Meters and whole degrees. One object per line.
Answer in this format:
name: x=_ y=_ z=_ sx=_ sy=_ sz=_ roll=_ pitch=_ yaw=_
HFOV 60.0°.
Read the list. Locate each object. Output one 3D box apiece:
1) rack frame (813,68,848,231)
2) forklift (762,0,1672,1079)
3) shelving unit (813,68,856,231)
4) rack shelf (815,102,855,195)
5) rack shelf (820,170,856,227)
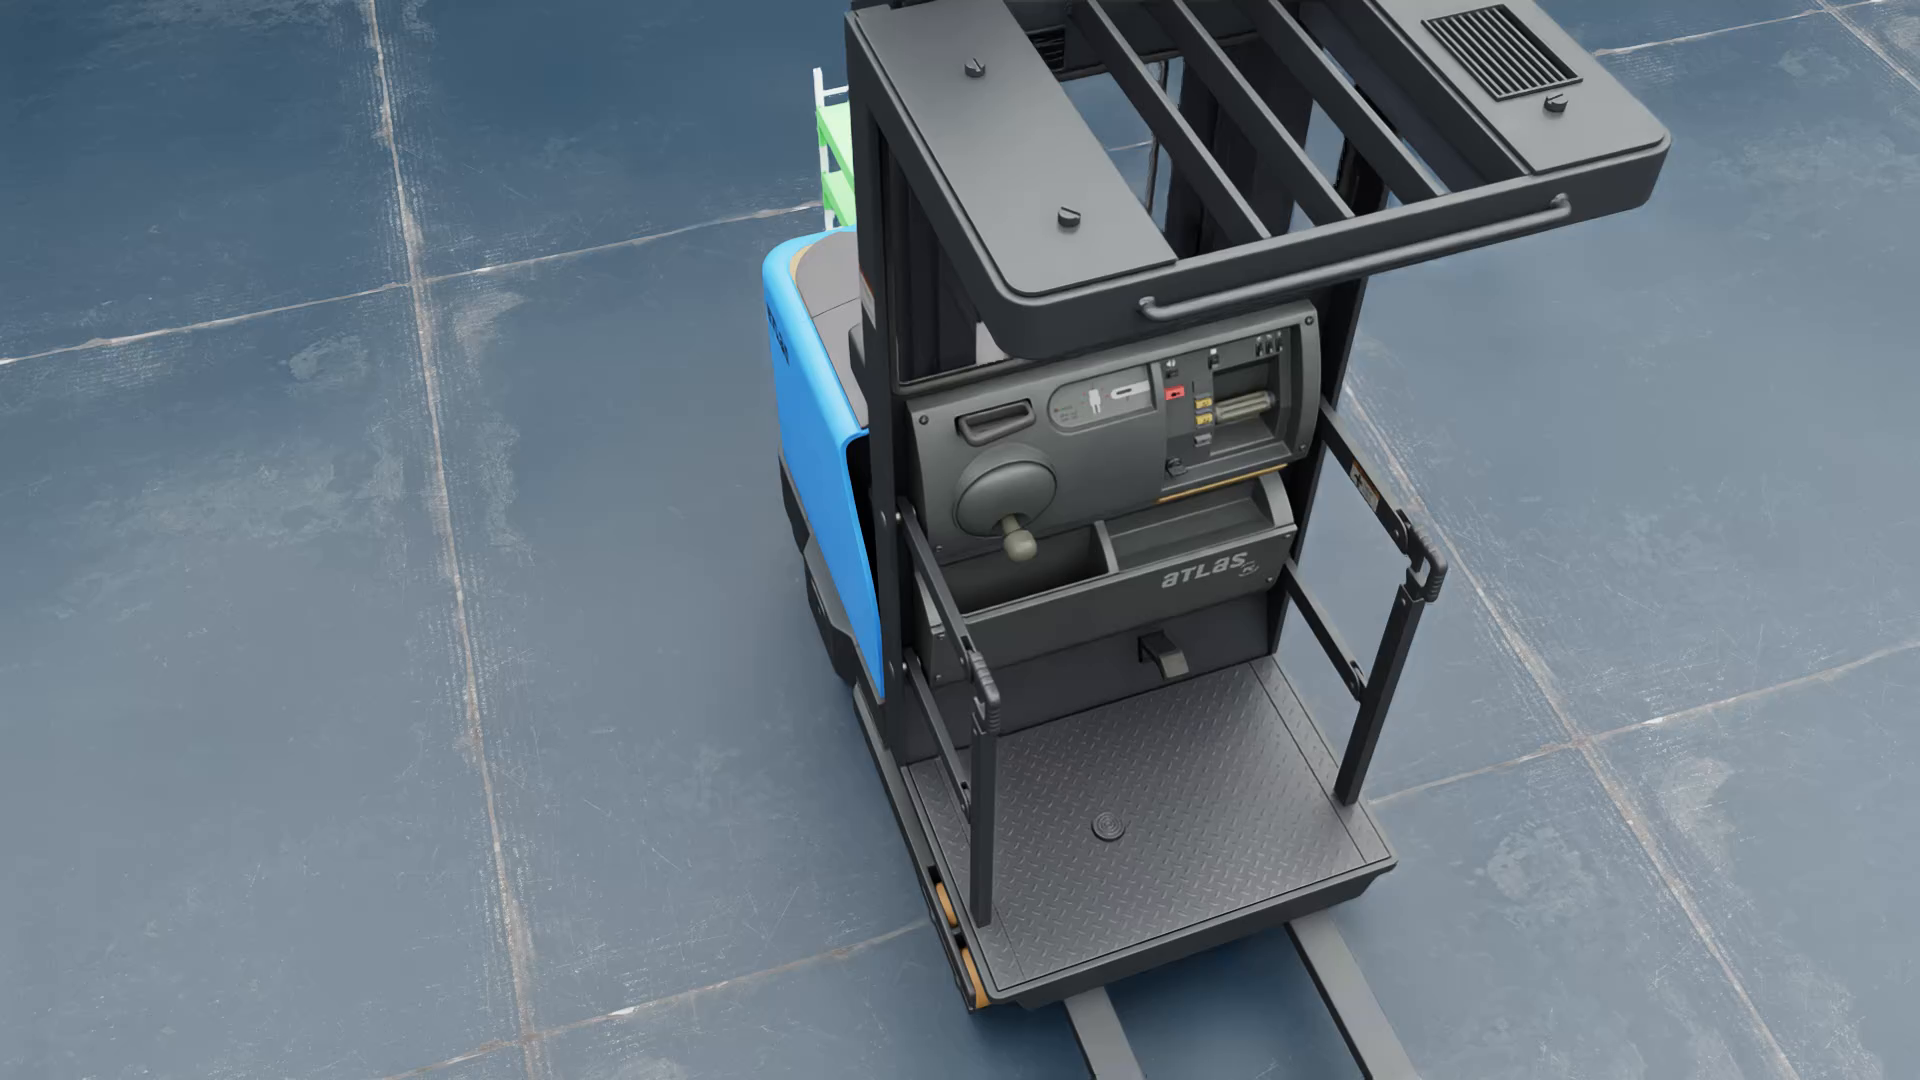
rack frame: x=-0.311 y=-1.007 z=5.314 sx=0.240 sy=1.200 sz=0.015 roll=-15 pitch=52 yaw=-13
forklift: x=0.423 y=-0.122 z=3.436 sx=1.130 sy=2.935 sz=3.031 roll=-15 pitch=52 yaw=-13
shelving unit: x=-0.228 y=-0.831 z=5.166 sx=0.258 sy=1.200 sz=0.503 roll=-15 pitch=52 yaw=-13
rack shelf: x=-0.228 y=-1.100 z=4.848 sx=0.258 sy=0.148 sz=0.480 roll=-15 pitch=52 yaw=-13
rack shelf: x=-0.228 y=-0.945 z=5.032 sx=0.258 sy=0.148 sz=0.480 roll=-15 pitch=52 yaw=-13
